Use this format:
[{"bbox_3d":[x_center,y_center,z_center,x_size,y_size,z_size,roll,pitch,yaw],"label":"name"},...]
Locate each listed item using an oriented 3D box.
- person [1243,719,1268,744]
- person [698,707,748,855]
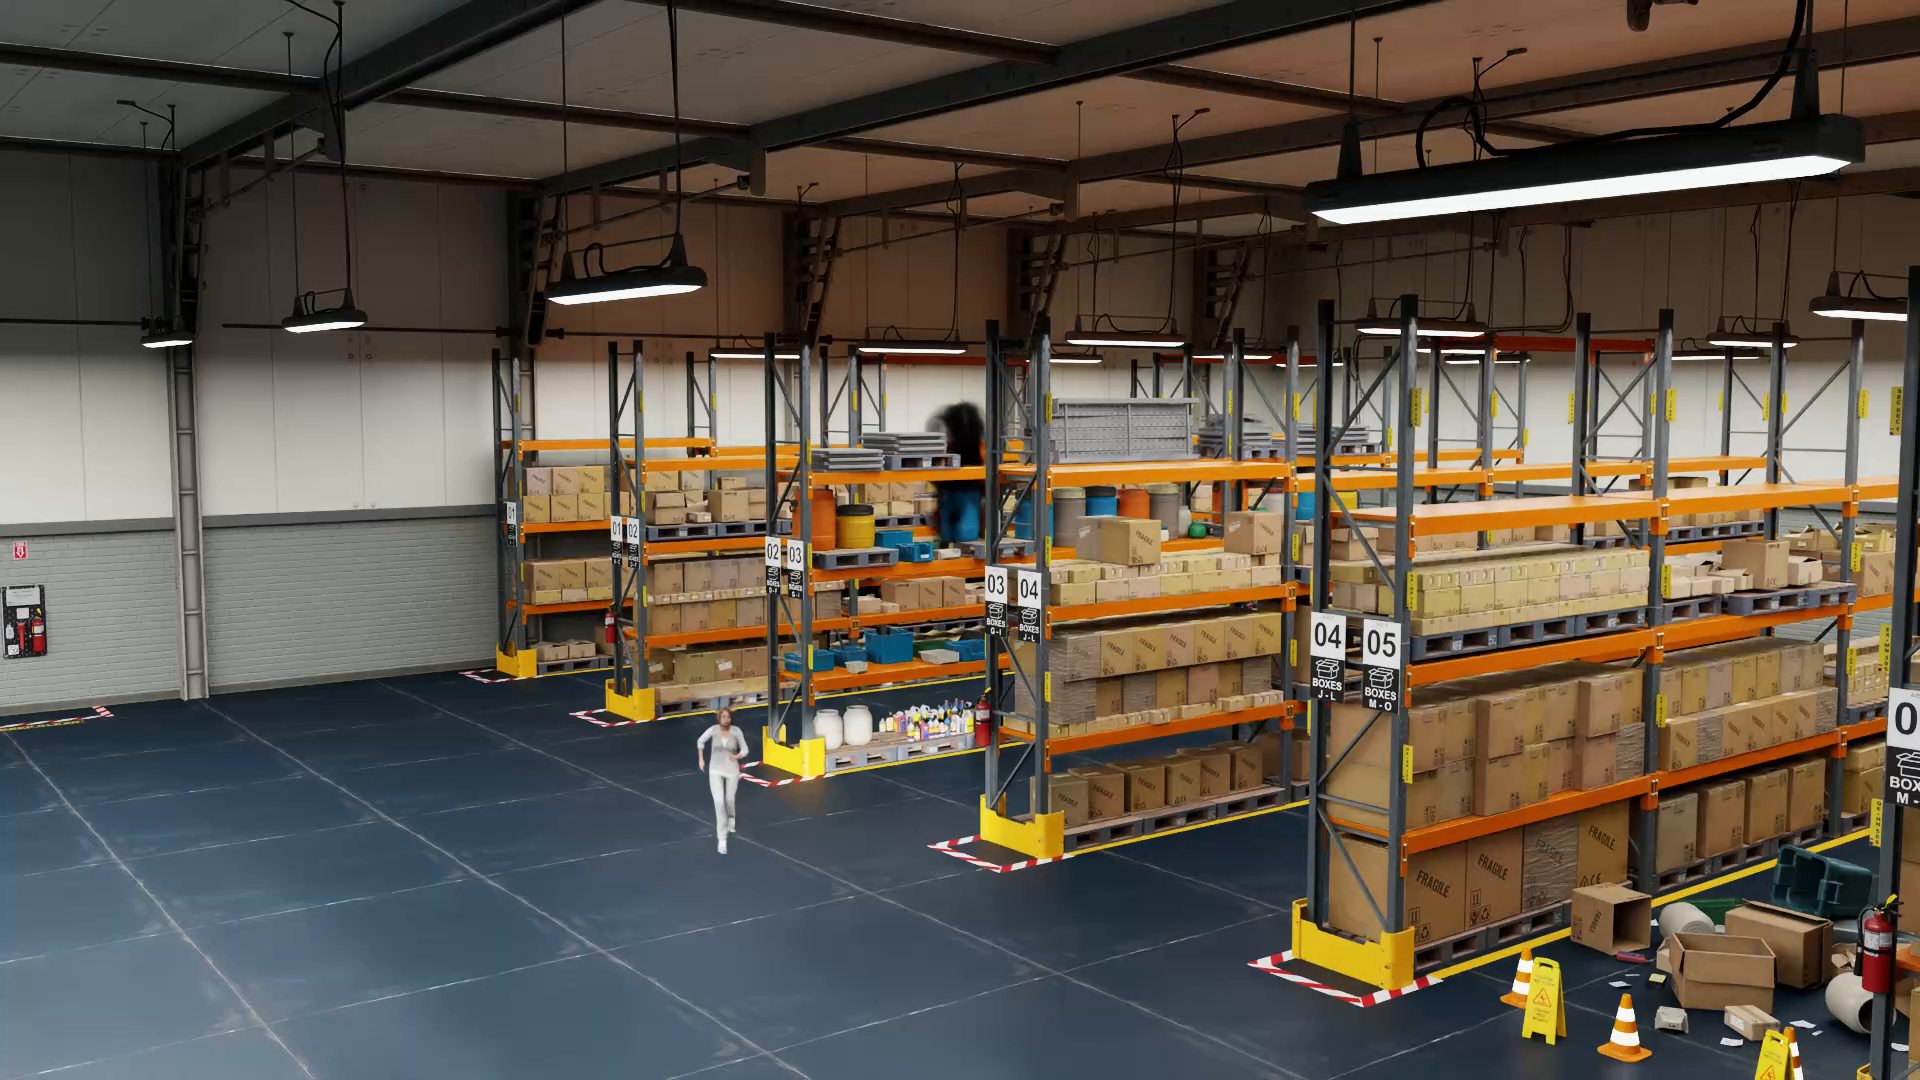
[{"bbox_3d":[4.157,2.061,23.640,0.647,1.777,0.680,-5,7,-42],"label":"person"},{"bbox_3d":[-2.712,2.692,19.053,0.565,1.621,0.869,-1,5,-12],"label":"person"}]
